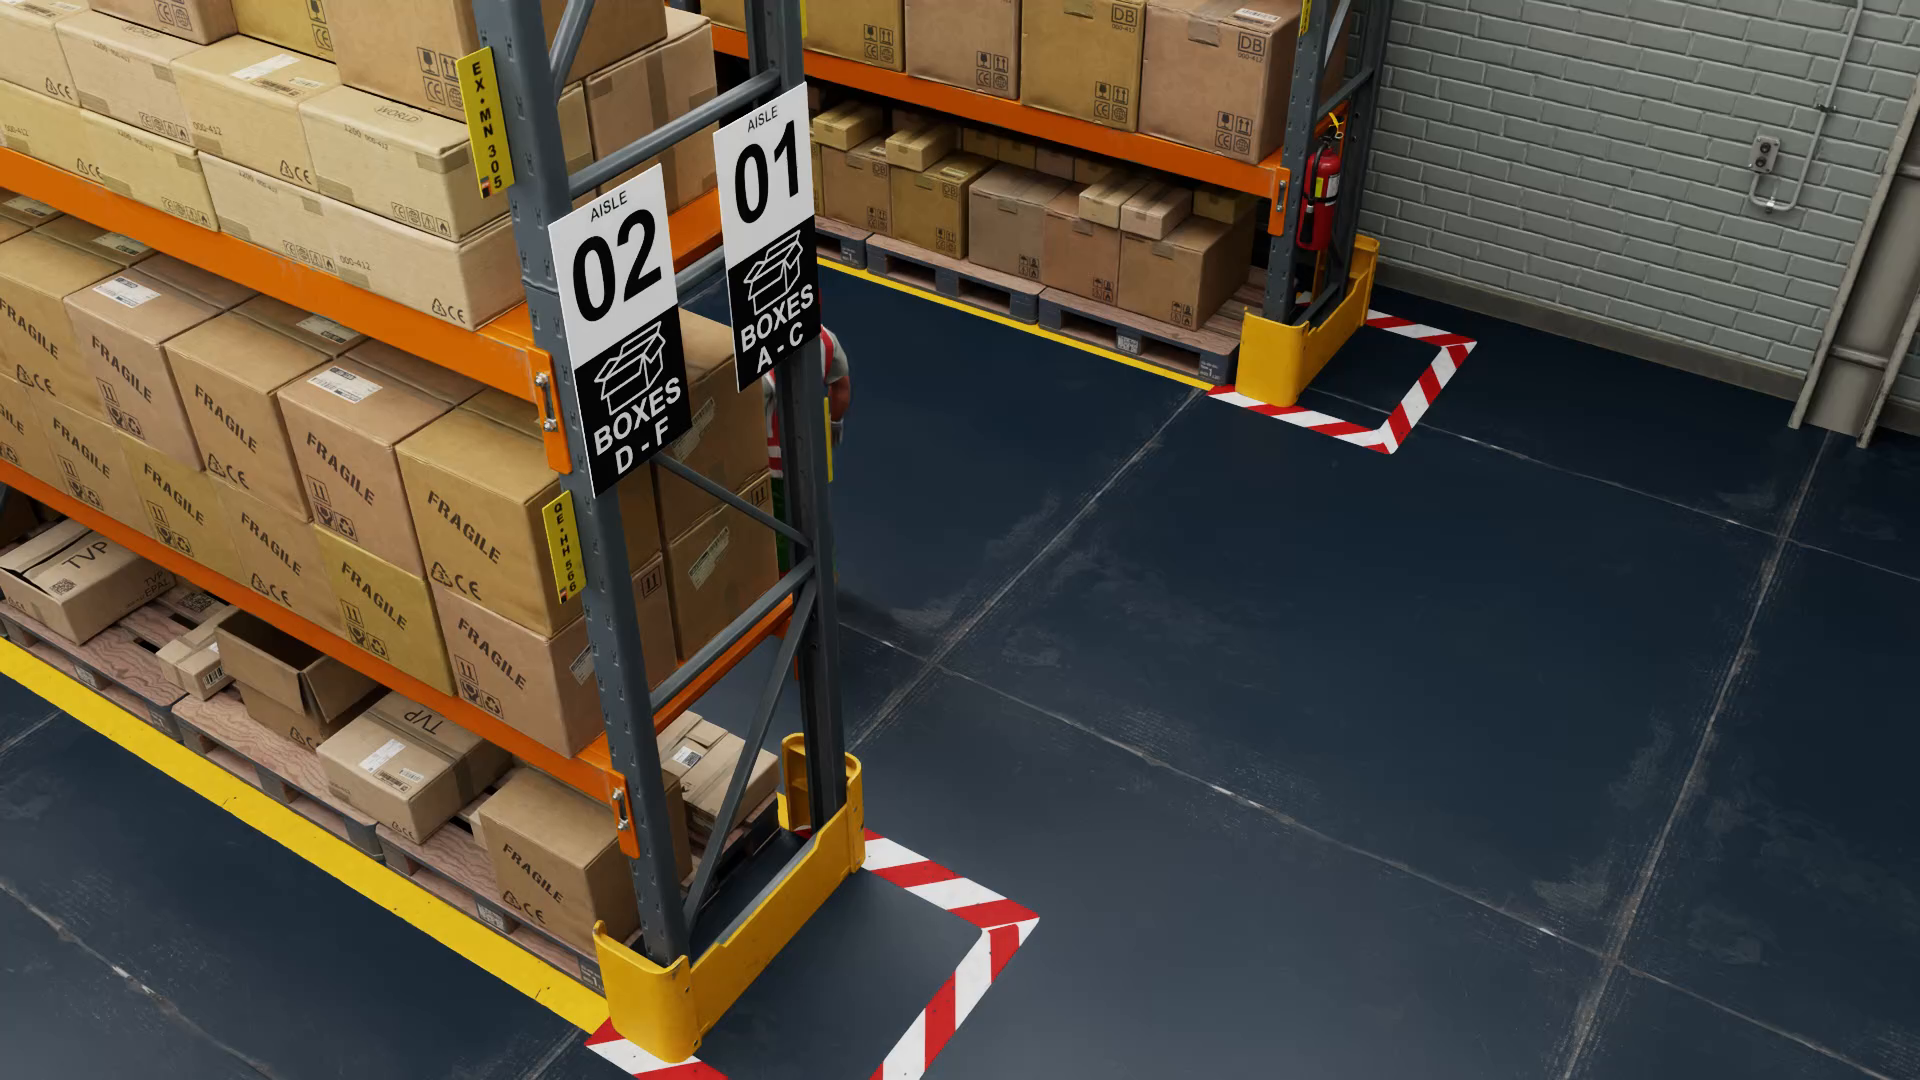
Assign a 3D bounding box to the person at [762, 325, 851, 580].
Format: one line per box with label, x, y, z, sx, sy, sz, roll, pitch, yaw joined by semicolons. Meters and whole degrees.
person;-0.775;-0.369;7.173;0.462;1.852;0.635;24;44;27
